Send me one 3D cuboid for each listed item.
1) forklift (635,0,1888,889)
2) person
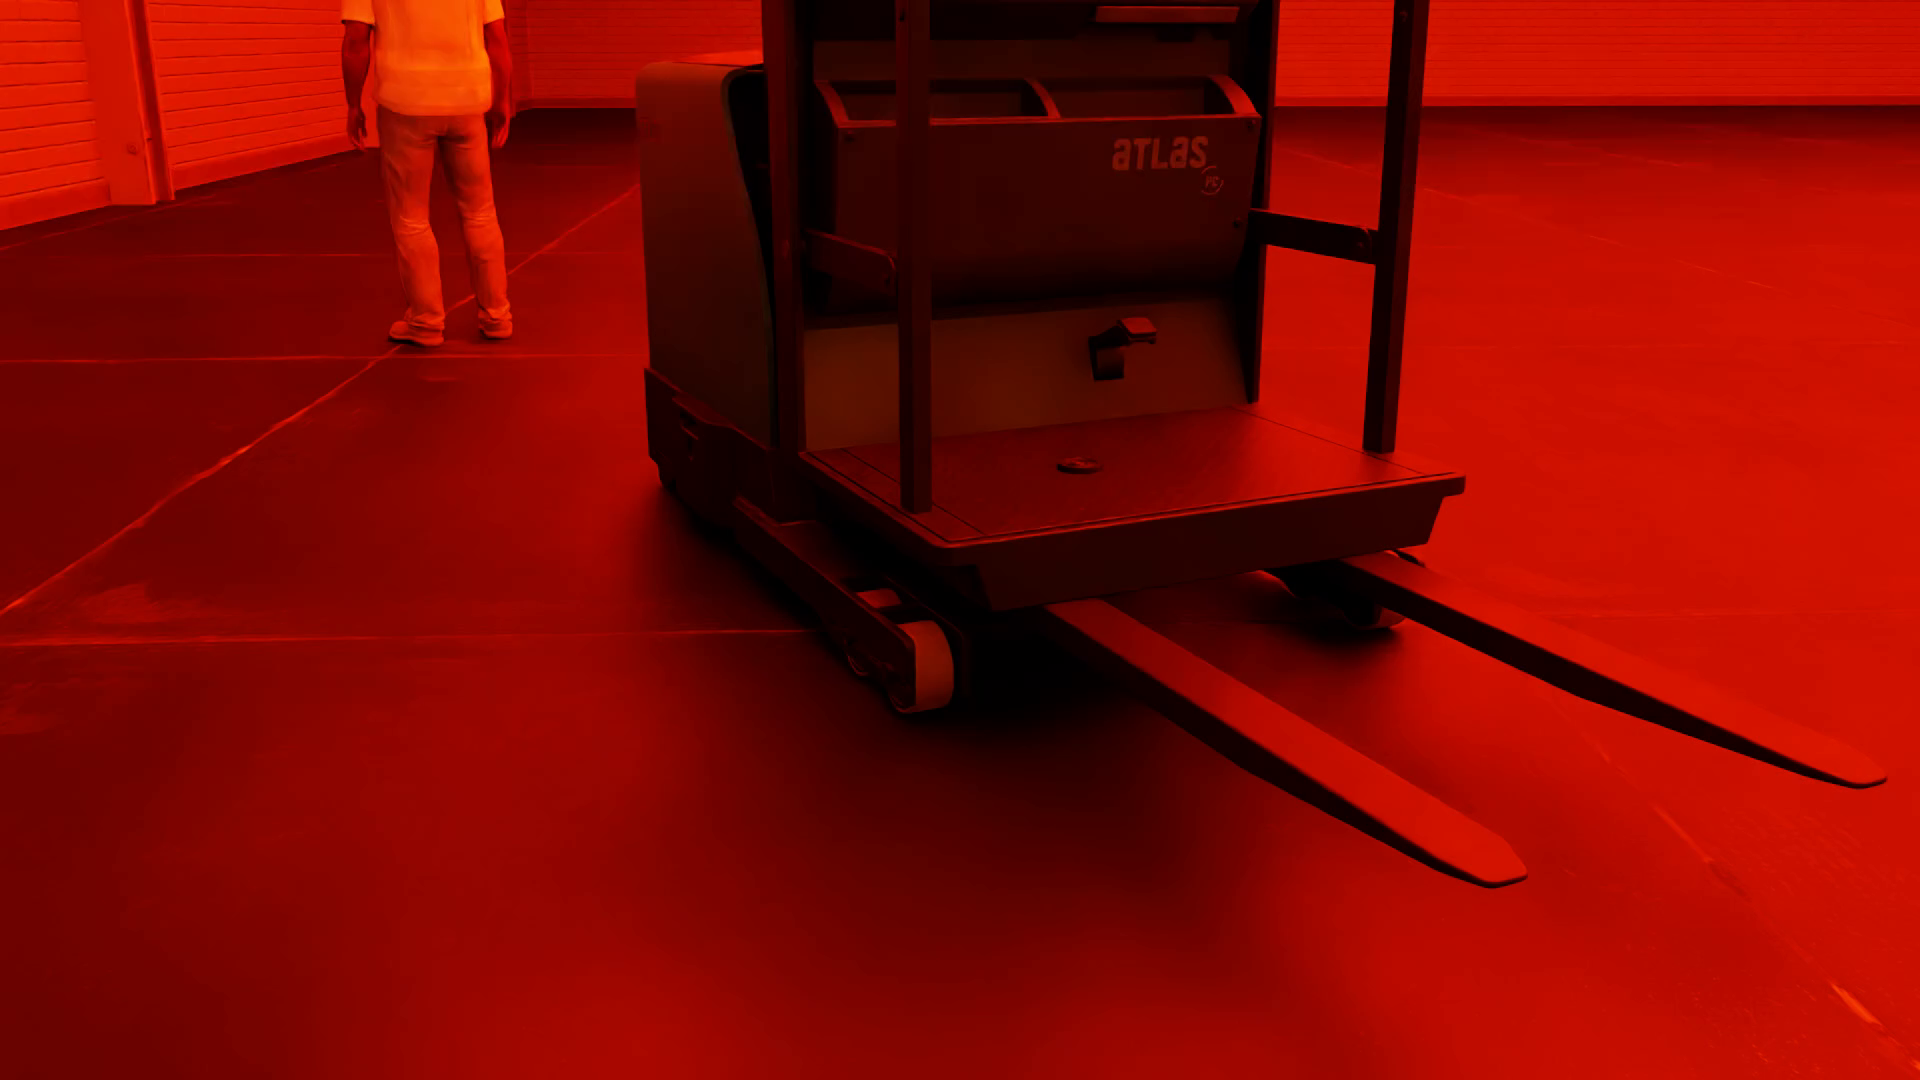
[{"bbox_3d":[0.258,-1.240,2.962,1.130,2.935,3.031,-8,19,-24],"label":"forklift"},{"bbox_3d":[-1.988,-1.625,6.225,0.627,1.761,0.460,-12,21,-33],"label":"person"}]
